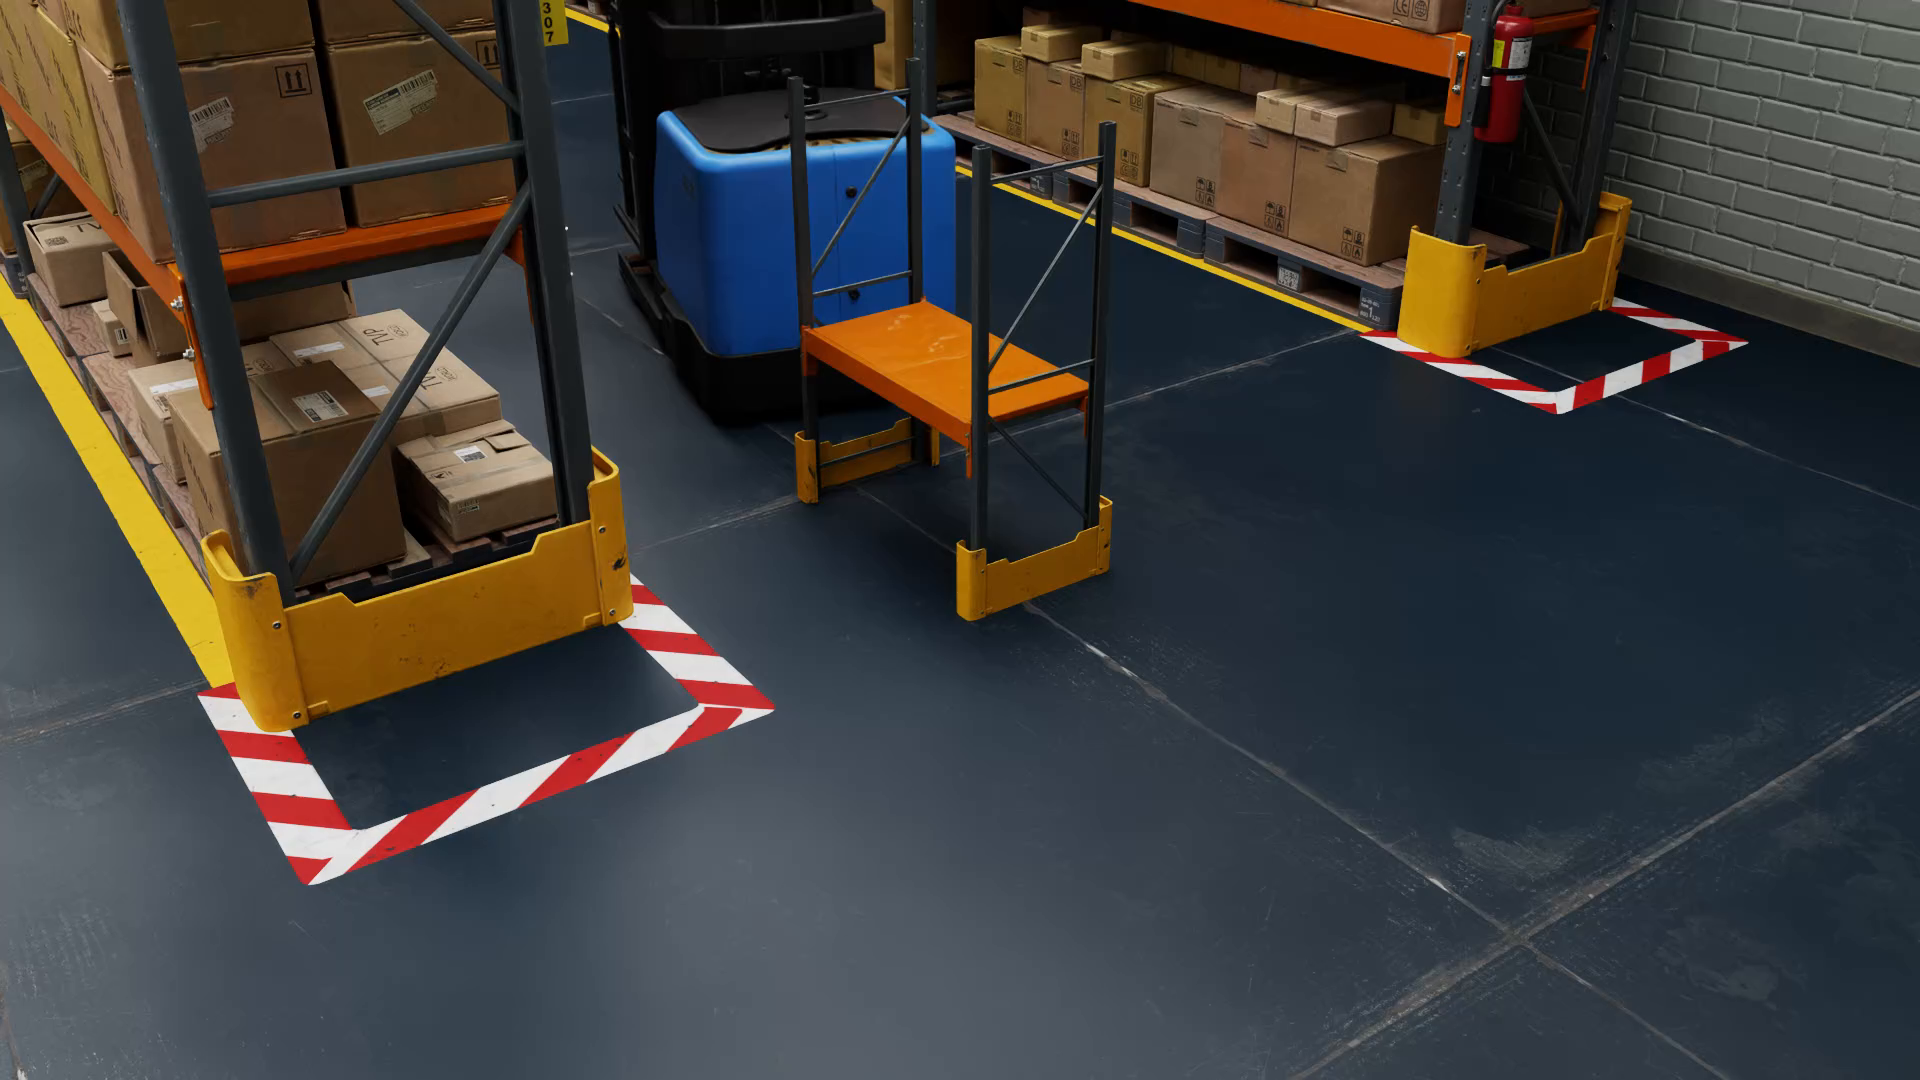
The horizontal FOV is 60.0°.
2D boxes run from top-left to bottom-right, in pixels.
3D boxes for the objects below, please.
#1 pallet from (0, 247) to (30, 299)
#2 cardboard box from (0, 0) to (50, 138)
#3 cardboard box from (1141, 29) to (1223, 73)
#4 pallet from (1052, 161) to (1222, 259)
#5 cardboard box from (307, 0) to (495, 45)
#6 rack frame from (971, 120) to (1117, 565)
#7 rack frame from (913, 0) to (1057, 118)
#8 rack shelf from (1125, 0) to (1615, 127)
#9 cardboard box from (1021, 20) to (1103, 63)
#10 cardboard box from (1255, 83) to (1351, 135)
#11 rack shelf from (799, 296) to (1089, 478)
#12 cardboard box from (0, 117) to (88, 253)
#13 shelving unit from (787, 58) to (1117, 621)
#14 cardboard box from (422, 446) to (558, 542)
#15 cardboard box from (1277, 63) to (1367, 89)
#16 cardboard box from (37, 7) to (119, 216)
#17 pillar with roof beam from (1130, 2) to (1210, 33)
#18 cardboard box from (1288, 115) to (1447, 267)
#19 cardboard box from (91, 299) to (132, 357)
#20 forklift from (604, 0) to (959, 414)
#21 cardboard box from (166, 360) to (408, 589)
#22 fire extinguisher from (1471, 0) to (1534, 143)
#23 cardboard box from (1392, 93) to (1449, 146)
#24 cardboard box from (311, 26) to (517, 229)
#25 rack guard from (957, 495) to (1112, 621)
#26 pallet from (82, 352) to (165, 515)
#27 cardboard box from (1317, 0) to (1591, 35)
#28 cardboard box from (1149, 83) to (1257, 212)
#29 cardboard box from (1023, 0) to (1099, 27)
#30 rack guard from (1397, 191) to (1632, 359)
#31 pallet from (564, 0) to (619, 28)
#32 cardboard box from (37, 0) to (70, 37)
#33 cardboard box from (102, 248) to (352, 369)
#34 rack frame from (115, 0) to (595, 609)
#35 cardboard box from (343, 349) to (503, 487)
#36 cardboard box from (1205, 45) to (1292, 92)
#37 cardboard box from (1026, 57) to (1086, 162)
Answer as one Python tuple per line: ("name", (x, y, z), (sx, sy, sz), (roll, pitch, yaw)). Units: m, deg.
("pallet", (-4.374, -1.591, 8.458), (1.003, 0.211, 1.213), (-19, 34, -31))
("cardboard box", (-2.914, -1.690, 5.615), (0.500, 0.500, 0.500), (-19, 34, -31))
("cardboard box", (1.196, -2.642, 8.971), (0.380, 0.149, 0.250), (-18, 33, -30))
("pallet", (1.251, -1.866, 8.965), (1.003, 0.211, 1.213), (-19, 34, -31))
("cardboard box", (-1.594, -1.684, 4.556), (0.500, 0.500, 0.500), (-18, 33, -29))
("rack frame", (0.245, -0.495, 5.089), (0.500, 1.500, 0.032), (-19, 34, -31))
("rack frame", (0.162, -3.883, 9.757), (1.000, 3.000, 0.127), (-19, 34, -31))
("rack shelf", (1.322, -2.790, 8.497), (1.077, 0.370, 4.000), (-19, 34, -31))
("cardboard box", (0.562, -2.752, 9.173), (0.380, 0.149, 0.250), (-18, 33, -29))
("cardboard box", (1.623, -2.042, 7.867), (0.380, 0.149, 0.250), (-18, 33, -29))
("rack shelf", (-0.049, -0.534, 5.539), (0.538, 0.185, 1.000), (-19, 34, -31))
("cardboard box", (-4.391, -1.718, 7.928), (0.500, 0.500, 0.500), (-19, 34, -31))
("shelving unit", (-0.044, -0.689, 5.447), (0.587, 1.500, 1.083), (-19, 34, -31))
("cardboard box", (-1.514, -0.154, 5.417), (0.380, 0.149, 0.250), (-19, 34, -31))
("cardboard box", (1.790, -2.245, 8.240), (0.380, 0.149, 0.250), (-18, 34, -30))
("cardboard box", (-2.336, -1.299, 4.894), (0.500, 0.500, 0.500), (-18, 34, -30))
("pillar with roof beam", (-2.235, -5.295, 6.071), (9.100, 9.000, 0.400), (-19, 34, -31))
("cardboard box", (1.994, -1.659, 7.840), (0.700, 0.500, 0.500), (-19, 34, -31))
("cardboard box", (-3.294, -0.902, 6.776), (0.380, 0.166, 0.250), (-19, 34, -31))
("forklift", (-0.992, -2.468, 7.223), (1.130, 2.935, 3.031), (-10, 30, -18))
("cardboard box", (-2.067, -0.194, 5.122), (0.500, 0.500, 0.500), (-19, 34, -31))
("fire extinguisher", (2.193, -1.944, 6.658), (0.296, 0.674, 0.183), (-19, 34, -31))
("cardboard box", (2.230, -1.951, 7.698), (0.380, 0.149, 0.250), (-19, 34, -30))
("cardboard box", (-1.594, -1.245, 4.794), (0.500, 0.500, 0.500), (-18, 33, -30))
("rack guard", (0.245, 0.054, 5.388), (0.587, 0.250, 0.087), (-19, 34, -31))
("pallet", (-2.762, -0.543, 6.529), (1.003, 0.211, 1.213), (-19, 34, -31))
("cardboard box", (2.178, -2.656, 7.182), (0.980, 0.700, 0.700), (-17, 33, -28))
("cardboard box", (1.412, -2.049, 8.558), (0.700, 0.500, 0.500), (-20, 34, -32))
("cardboard box", (0.590, -3.047, 9.716), (0.380, 0.149, 0.250), (-19, 34, -31))
("rack guard", (2.496, -1.220, 7.473), (1.175, 0.500, 0.348), (-19, 34, -31))
("pallet", (-2.611, -4.517, 13.846), (1.003, 0.211, 1.213), (-19, 34, -31))
("cardboard box", (-2.327, -1.732, 4.643), (0.500, 0.500, 0.500), (-18, 33, -29))
("cardboard box", (-2.777, -0.878, 6.378), (0.797, 0.503, 0.637), (-19, 34, -31))
("rack frame", (-1.551, -0.955, 4.366), (1.000, 3.000, 0.127), (-19, 34, -31))
("cardboard box", (-1.926, -0.425, 5.809), (0.500, 0.250, 0.500), (-19, 34, -31))
("cardboard box", (1.493, -2.443, 8.605), (0.380, 0.149, 0.250), (-18, 33, -30))
("cardboard box", (0.801, -2.454, 9.305), (0.700, 0.500, 0.500), (-19, 34, -31))
